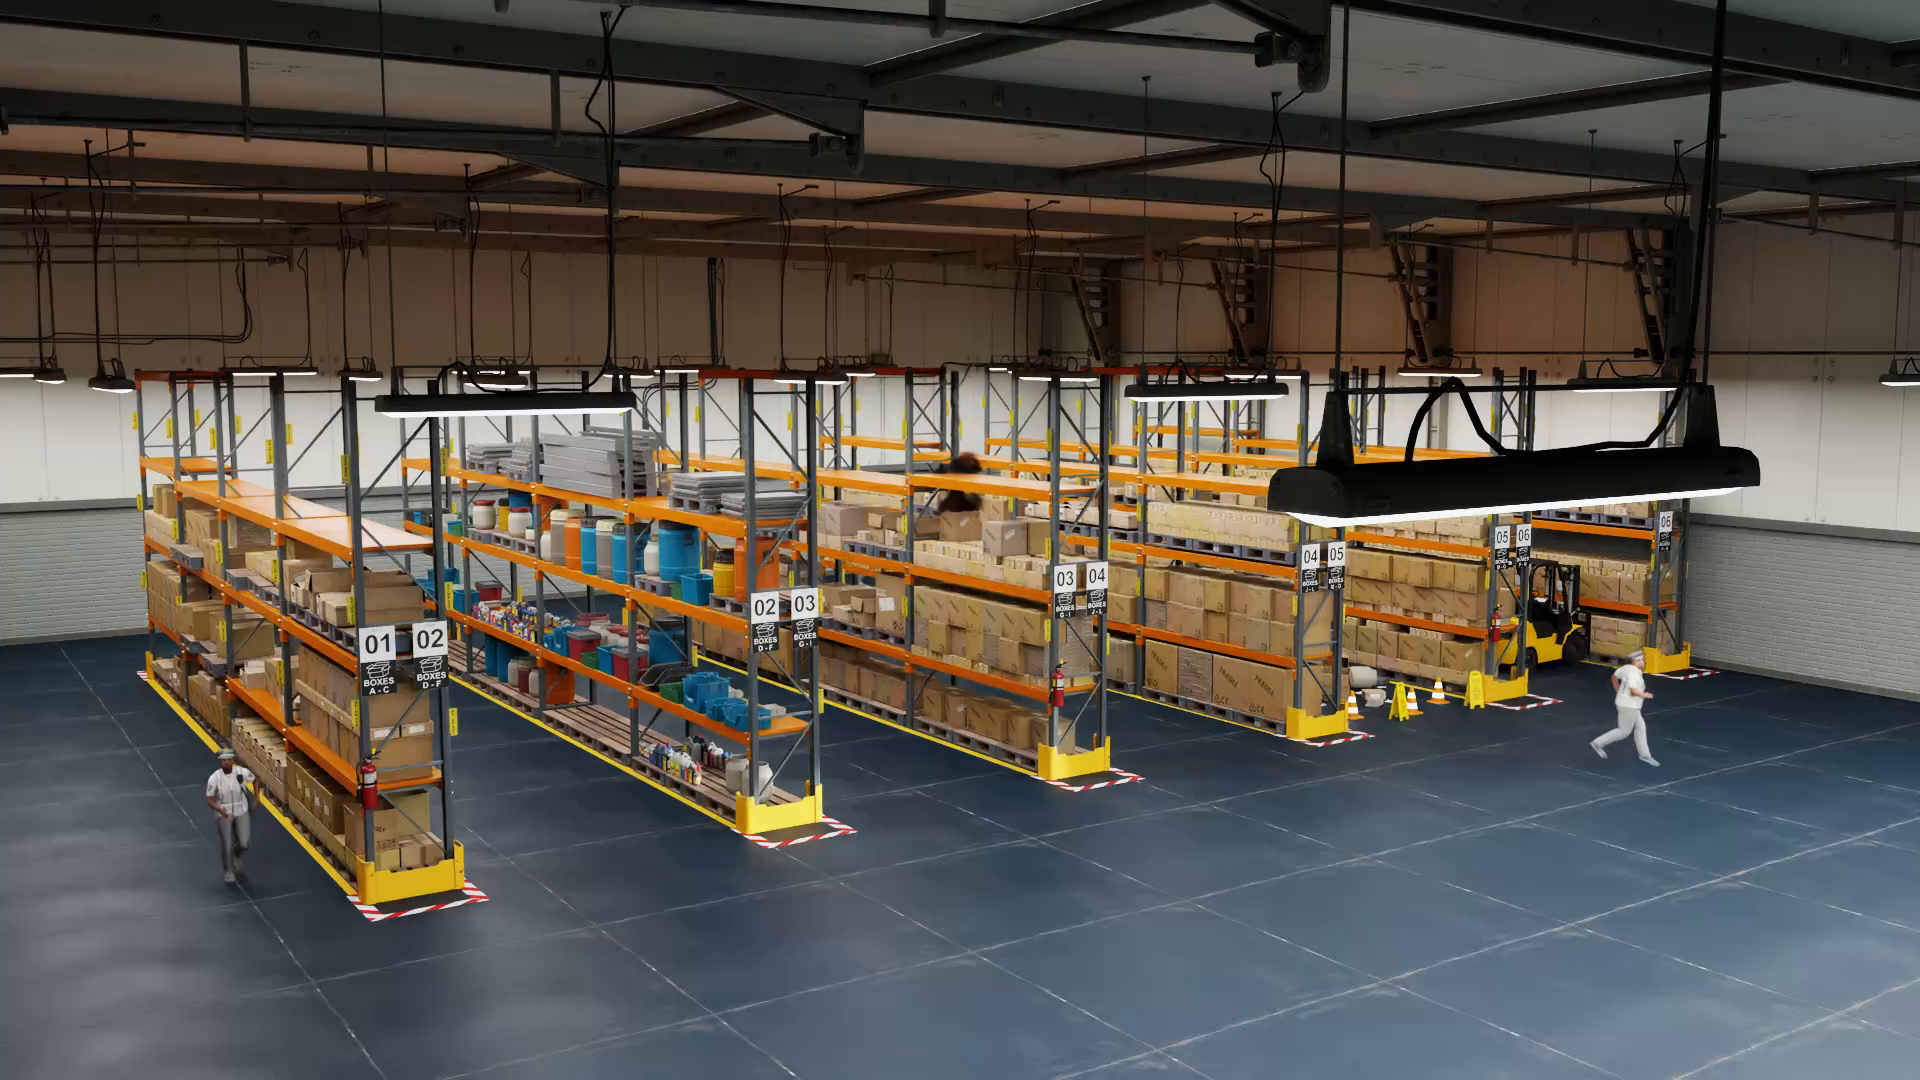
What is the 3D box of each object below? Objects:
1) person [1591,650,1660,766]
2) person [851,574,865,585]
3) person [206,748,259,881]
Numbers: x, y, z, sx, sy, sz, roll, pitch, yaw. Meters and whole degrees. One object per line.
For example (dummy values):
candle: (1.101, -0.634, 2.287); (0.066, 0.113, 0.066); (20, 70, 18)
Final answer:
person: (10.262, 2.575, 25.575); (1.032, 1.792, 0.685); (1, 7, 11)
person: (-2.561, 0.766, 42.159); (0.944, 1.657, 0.594); (2, 7, 18)
person: (-8.657, 3.277, 19.838); (0.611, 1.657, 0.640); (-4, 7, -28)
